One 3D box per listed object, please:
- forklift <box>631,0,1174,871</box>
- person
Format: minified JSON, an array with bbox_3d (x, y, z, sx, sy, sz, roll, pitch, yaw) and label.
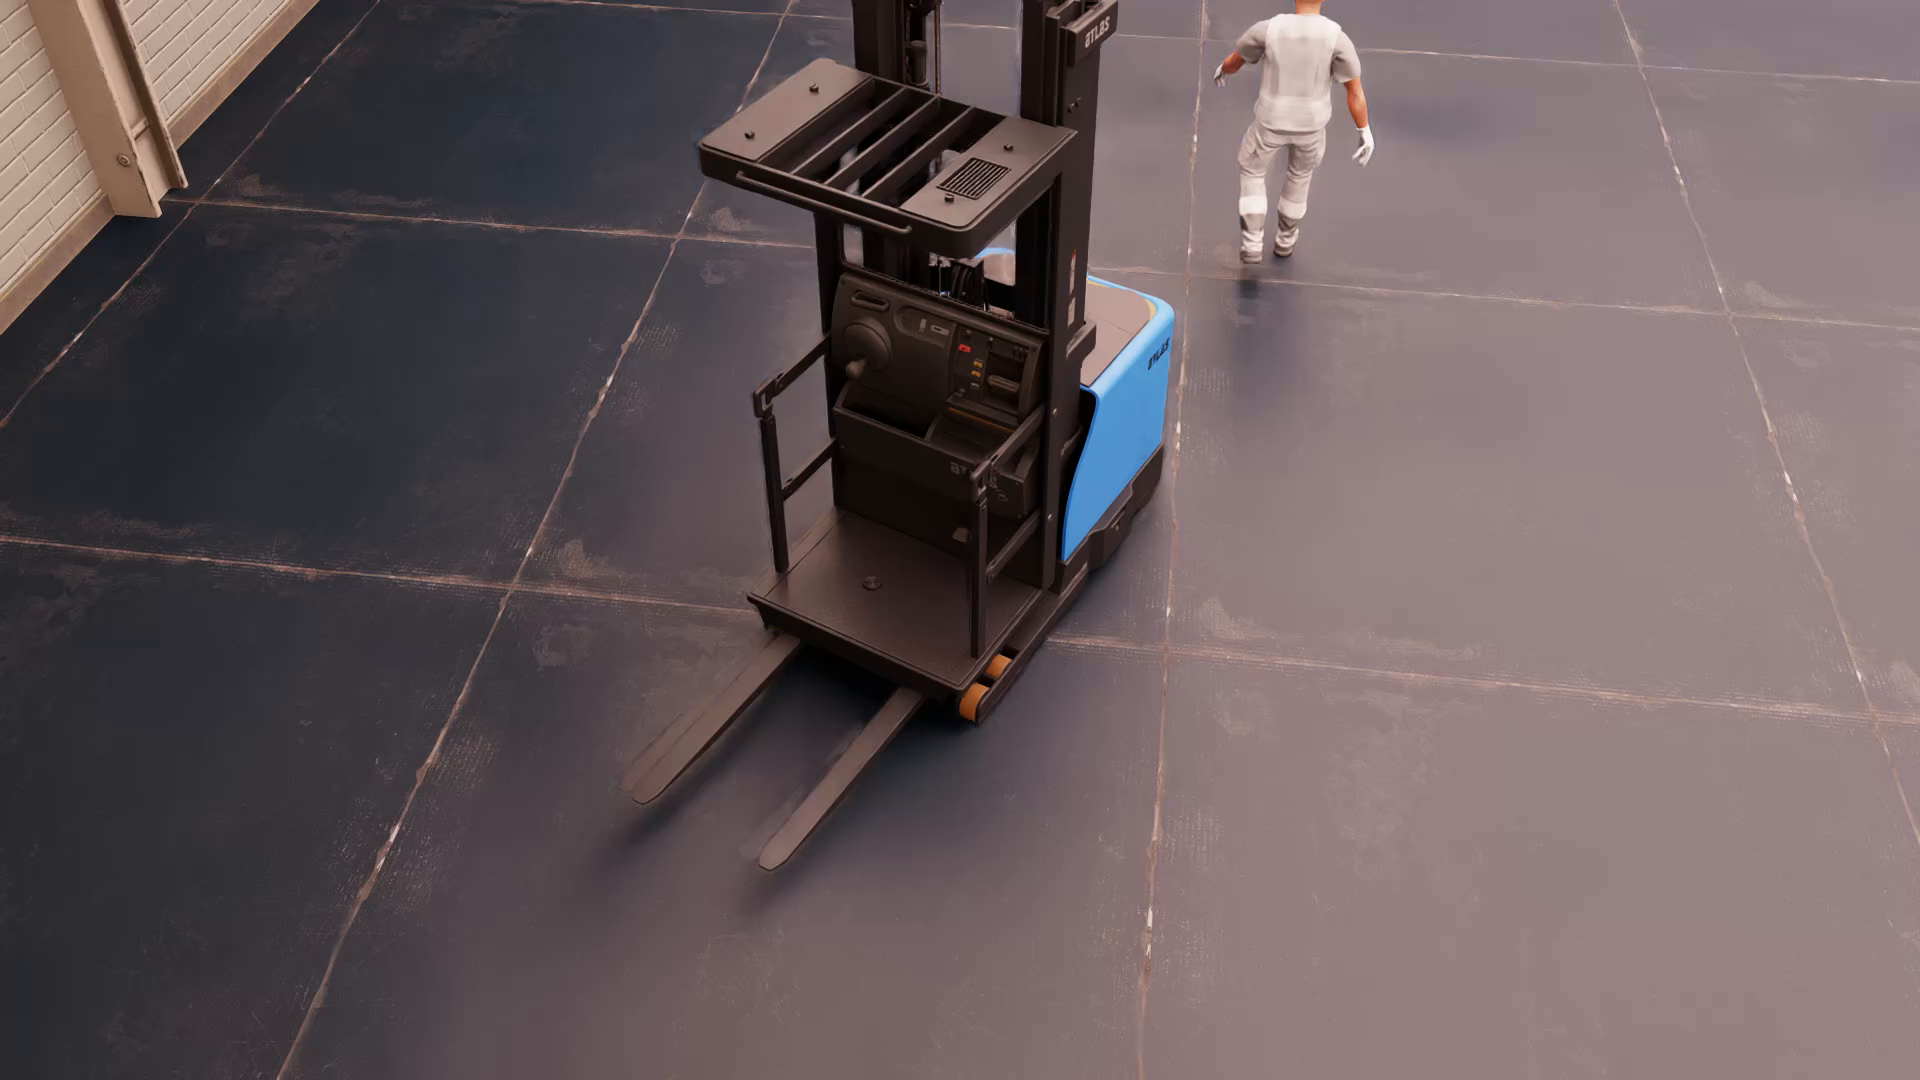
[{"bbox_3d":[-0.213,-0.671,6.454,1.130,2.935,3.031,22,47,22],"label":"forklift"},{"bbox_3d":[1.813,-2.302,9.093,0.880,1.764,0.683,6,43,6],"label":"person"}]
